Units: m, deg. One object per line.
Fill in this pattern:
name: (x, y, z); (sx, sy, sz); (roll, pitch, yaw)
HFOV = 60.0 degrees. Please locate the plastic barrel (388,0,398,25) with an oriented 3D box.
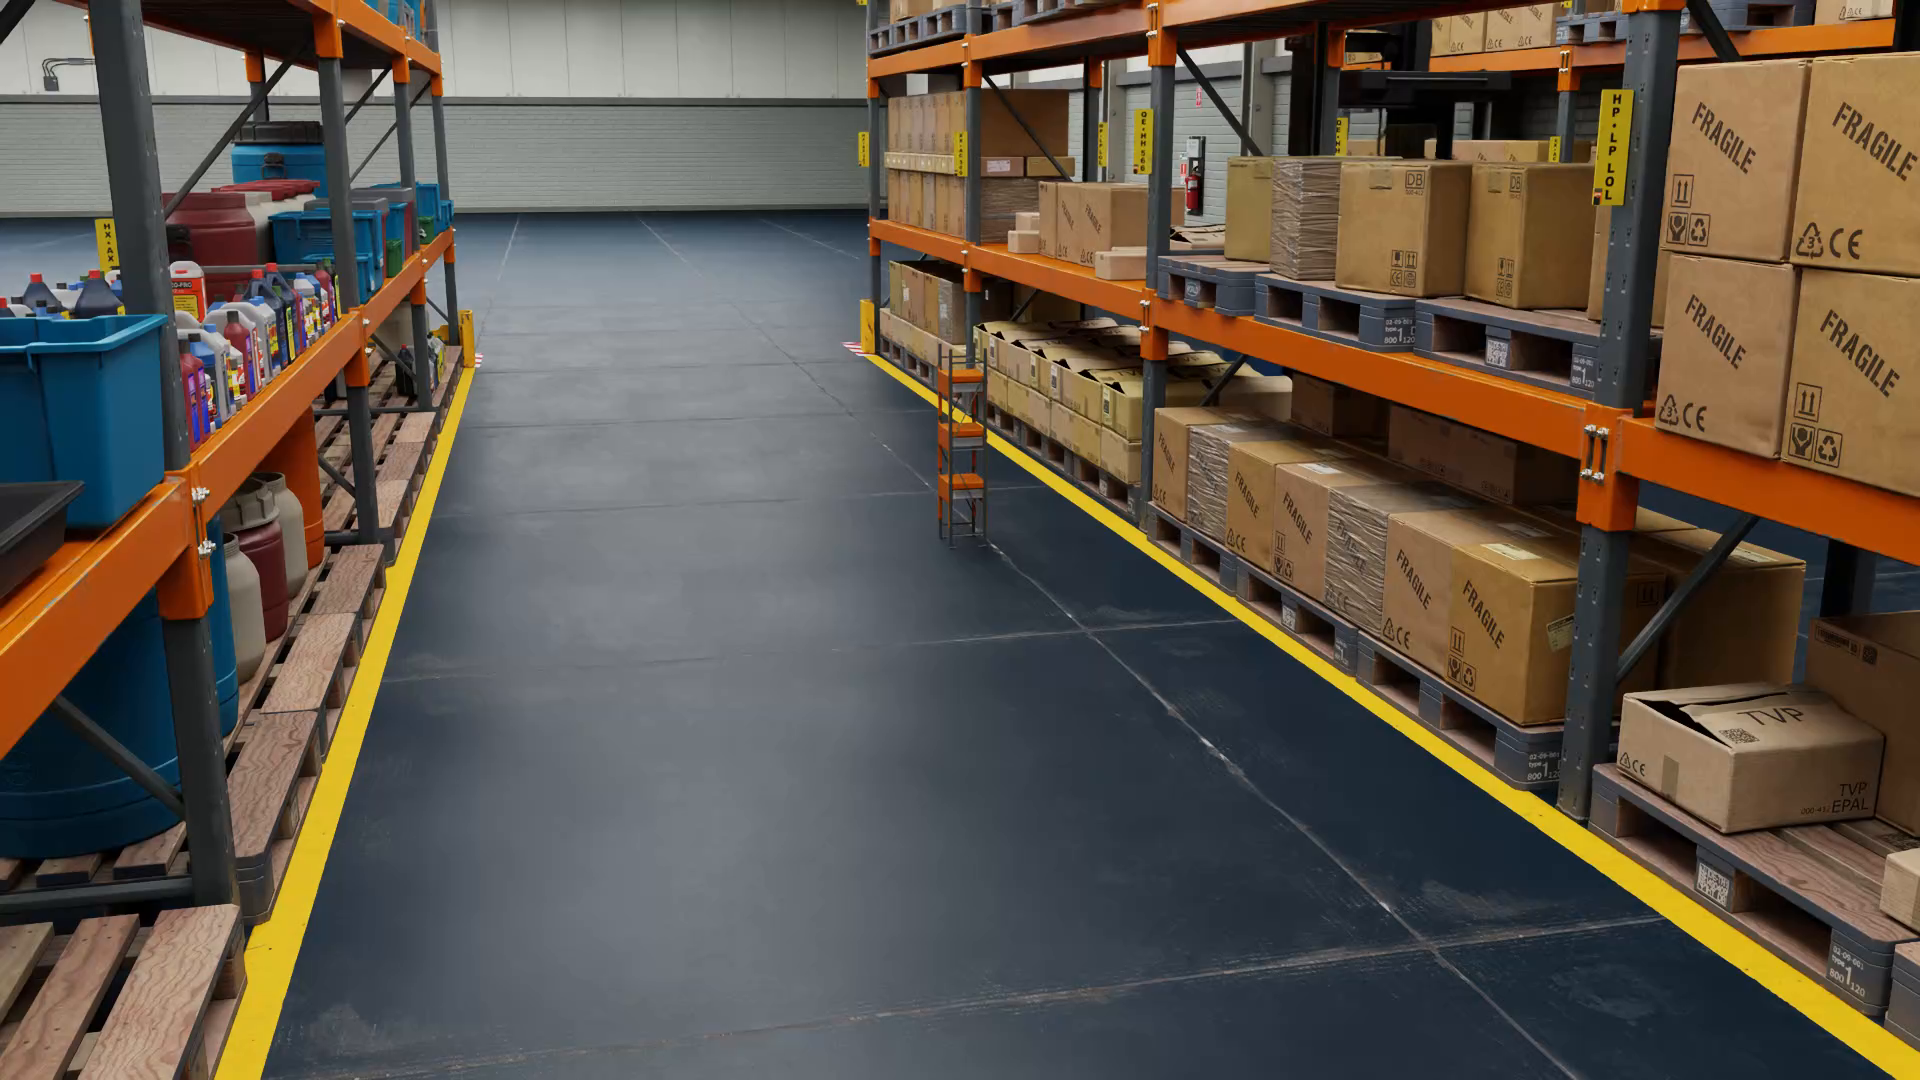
plastic barrel: (-3.940, -3.768, 10.651); (0.600, 0.901, 0.708); (-3, 14, -13)

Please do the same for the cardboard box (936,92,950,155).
cardboard box: (0.198, -3.460, 13.826); (0.700, 0.500, 0.500); (-3, 14, -13)

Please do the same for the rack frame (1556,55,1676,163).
rack frame: (5.359, -2.724, 13.758); (1.000, 3.000, 0.127); (-3, 14, -13)

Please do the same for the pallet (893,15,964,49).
pallet: (0.037, -4.338, 14.228); (1.003, 0.211, 1.213); (-3, 14, -13)

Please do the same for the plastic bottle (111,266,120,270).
plastic bottle: (-3.511, -0.996, 6.931); (0.061, 0.283, 0.133); (-3, 14, -13)

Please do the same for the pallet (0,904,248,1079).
pallet: (-2.181, 1.196, 3.589); (1.003, 0.211, 1.213); (-3, 14, -13)

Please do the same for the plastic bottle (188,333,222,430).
plastic bottle: (-2.162, -0.451, 4.725); (0.097, 0.271, 0.097); (0, 14, 0)

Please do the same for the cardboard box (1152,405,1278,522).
cardboard box: (1.314, -0.403, 8.596); (0.500, 0.500, 0.500); (-3, 14, -11)

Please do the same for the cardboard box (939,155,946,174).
cardboard box: (0.036, -3.097, 13.704); (0.380, 0.149, 0.250); (-3, 14, -13)

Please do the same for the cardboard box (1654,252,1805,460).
cardboard box: (2.279, -0.518, 4.515); (0.500, 0.500, 0.500); (-3, 14, -12)

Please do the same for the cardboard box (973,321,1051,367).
cardboard box: (0.400, -1.479, 12.387); (0.500, 0.311, 0.500); (-3, 14, -13)

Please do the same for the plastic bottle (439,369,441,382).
plastic bottle: (-4.145, -1.346, 13.085); (0.097, 0.201, 0.097); (0, 14, 0)

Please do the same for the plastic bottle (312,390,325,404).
plastic bottle: (-4.659, -1.093, 12.049); (0.097, 0.201, 0.097); (0, 14, 0)

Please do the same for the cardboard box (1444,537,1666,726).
cardboard box: (2.030, 0.301, 5.715); (0.500, 0.500, 0.500); (-3, 14, -13)

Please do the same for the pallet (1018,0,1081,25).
pallet: (0.973, -3.299, 10.189); (1.003, 0.211, 1.213); (-3, 14, -11)

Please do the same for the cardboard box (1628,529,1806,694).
cardboard box: (2.547, 0.274, 5.827); (0.500, 0.500, 0.500); (-4, 14, -16)

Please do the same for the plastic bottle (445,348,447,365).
plastic bottle: (-4.353, -1.550, 13.920); (0.097, 0.201, 0.097); (0, 14, 0)

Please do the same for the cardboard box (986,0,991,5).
cardboard box: (0.281, -4.614, 13.773); (0.797, 0.503, 0.637); (-2, 14, -7)

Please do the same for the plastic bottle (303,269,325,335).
plastic bottle: (-2.712, -0.991, 6.936); (0.097, 0.271, 0.097); (0, 14, 0)

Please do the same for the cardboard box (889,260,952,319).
cardboard box: (-0.365, -2.351, 15.560); (0.500, 0.500, 0.500); (-3, 14, -13)

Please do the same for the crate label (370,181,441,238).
crate label: (-4.515, -2.703, 13.594); (0.502, 0.435, 0.616); (-3, 14, -13)

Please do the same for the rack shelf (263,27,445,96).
rack shelf: (-4.740, -3.741, 13.115); (1.077, 0.370, 4.000); (-3, 14, -13)

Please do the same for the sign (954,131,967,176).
sign: (0.006, -2.875, 12.384); (0.100, 0.325, 0.005); (-3, 14, -13)

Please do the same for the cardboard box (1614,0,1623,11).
cardboard box: (5.410, -4.303, 12.806); (0.500, 0.500, 0.500); (-1, 14, -5)

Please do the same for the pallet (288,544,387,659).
pallet: (-3.105, 0.285, 7.316); (1.003, 0.211, 1.213); (-3, 14, -13)

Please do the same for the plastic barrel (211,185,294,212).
plastic barrel: (-3.985, -1.736, 9.427); (0.433, 0.535, 0.433); (0, 14, 0)

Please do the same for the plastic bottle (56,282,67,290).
plastic bottle: (-3.317, -0.806, 6.150); (0.061, 0.283, 0.133); (-3, 14, -13)

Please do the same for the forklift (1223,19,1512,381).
forklift: (2.820, -1.993, 10.907); (1.130, 2.935, 3.031); (-4, 14, -15)

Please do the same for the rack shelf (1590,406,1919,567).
rack shelf: (2.894, 0.209, 3.267); (1.077, 0.370, 4.000); (-3, 14, -13)

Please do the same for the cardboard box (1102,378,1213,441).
cardboard box: (1.122, -0.772, 9.495); (0.500, 0.311, 0.500); (-3, 14, -12)

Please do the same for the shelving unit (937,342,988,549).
shelving unit: (0.013, -0.498, 8.752); (0.215, 1.050, 0.252); (-3, 14, -13)

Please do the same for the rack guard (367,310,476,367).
rack guard: (-5.146, -1.866, 15.510); (1.175, 0.500, 0.348); (-3, 14, -13)

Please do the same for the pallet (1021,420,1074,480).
pallet: (1.046, -0.643, 11.114); (1.003, 0.211, 1.213); (-3, 14, -13)

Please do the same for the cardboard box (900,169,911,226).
cardboard box: (-0.169, -3.189, 15.451); (0.700, 0.500, 0.500); (-3, 14, -12)

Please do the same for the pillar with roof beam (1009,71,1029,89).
pillar with roof beam: (-2.987, -10.361, 32.374); (9.100, 9.000, 0.400); (-3, 14, -13)

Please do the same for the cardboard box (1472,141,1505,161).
cardboard box: (4.825, -3.232, 14.530); (0.500, 0.500, 0.500); (-3, 14, -14)

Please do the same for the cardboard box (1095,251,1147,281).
cardboard box: (1.005, -1.595, 9.663); (0.380, 0.149, 0.250); (-3, 14, -13)

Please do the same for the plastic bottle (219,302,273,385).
plastic bottle: (-2.402, -0.661, 5.575); (0.152, 0.276, 0.135); (-3, 14, -13)

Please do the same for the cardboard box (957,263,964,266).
cardboard box: (0.270, -2.266, 15.209); (0.500, 0.500, 0.500); (-3, 14, -13)

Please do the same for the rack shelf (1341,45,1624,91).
rack shelf: (4.890, -4.293, 15.376); (1.077, 0.370, 4.000); (-3, 14, -13)

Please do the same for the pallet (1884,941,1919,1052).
pallet: (2.874, 1.193, 3.598); (1.003, 0.211, 1.213); (-3, 14, -13)

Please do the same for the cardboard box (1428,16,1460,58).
cardboard box: (4.619, -4.704, 15.286); (0.500, 0.500, 0.500); (-2, 14, -10)

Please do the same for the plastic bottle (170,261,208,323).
plastic bottle: (-3.396, -1.080, 7.288); (0.152, 0.276, 0.135); (-3, 14, -13)

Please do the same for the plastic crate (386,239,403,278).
plastic crate: (-3.587, -1.683, 9.943); (0.450, 0.188, 0.662); (-3, 14, -13)

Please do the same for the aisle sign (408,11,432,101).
aisle sign: (-4.938, -4.391, 15.102); (0.394, 0.787, 0.004); (-3, 14, -13)

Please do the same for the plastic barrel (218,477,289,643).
plastic barrel: (-2.934, 0.091, 6.432); (0.600, 0.588, 0.708); (-3, 14, -13)

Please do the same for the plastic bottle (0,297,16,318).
plastic bottle: (-2.829, -0.547, 4.950); (0.144, 0.351, 0.185); (-3, 14, -13)

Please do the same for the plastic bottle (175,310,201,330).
plastic bottle: (-2.495, -0.599, 5.322); (0.152, 0.276, 0.135); (-3, 14, -13)

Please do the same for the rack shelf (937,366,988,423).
rack shelf: (0.013, -0.763, 8.687); (0.215, 0.259, 0.240); (-3, 14, -13)

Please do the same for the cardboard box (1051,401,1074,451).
cardboard box: (0.884, -0.736, 10.526); (0.500, 0.250, 0.500); (-3, 14, -12)

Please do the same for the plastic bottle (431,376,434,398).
plastic bottle: (-3.943, -1.148, 12.274); (0.097, 0.201, 0.097); (0, 14, 0)

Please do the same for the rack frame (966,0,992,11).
rack frame: (0.545, -5.362, 11.912); (1.000, 3.000, 0.127); (-3, 14, -13)

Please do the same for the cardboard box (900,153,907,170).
cardboard box: (-0.332, -3.455, 15.169); (0.380, 0.149, 0.250); (-4, 14, -14)

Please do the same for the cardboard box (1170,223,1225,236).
cardboard box: (1.463, -1.698, 9.746); (0.500, 0.311, 0.500); (-3, 14, -14)

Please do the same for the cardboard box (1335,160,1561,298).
cardboard box: (1.949, -1.258, 6.662); (0.700, 0.500, 0.500); (-7, 16, -27)

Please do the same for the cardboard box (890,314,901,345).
cardboard box: (-0.364, -1.987, 15.649); (0.500, 0.250, 0.500); (-3, 14, -13)

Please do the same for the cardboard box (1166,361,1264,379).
cardboard box: (1.515, -0.923, 10.113); (0.500, 0.311, 0.500); (-4, 14, -15)

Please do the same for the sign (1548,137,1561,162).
sign: (4.834, -3.113, 13.524); (0.100, 0.325, 0.005); (-3, 14, -13)
